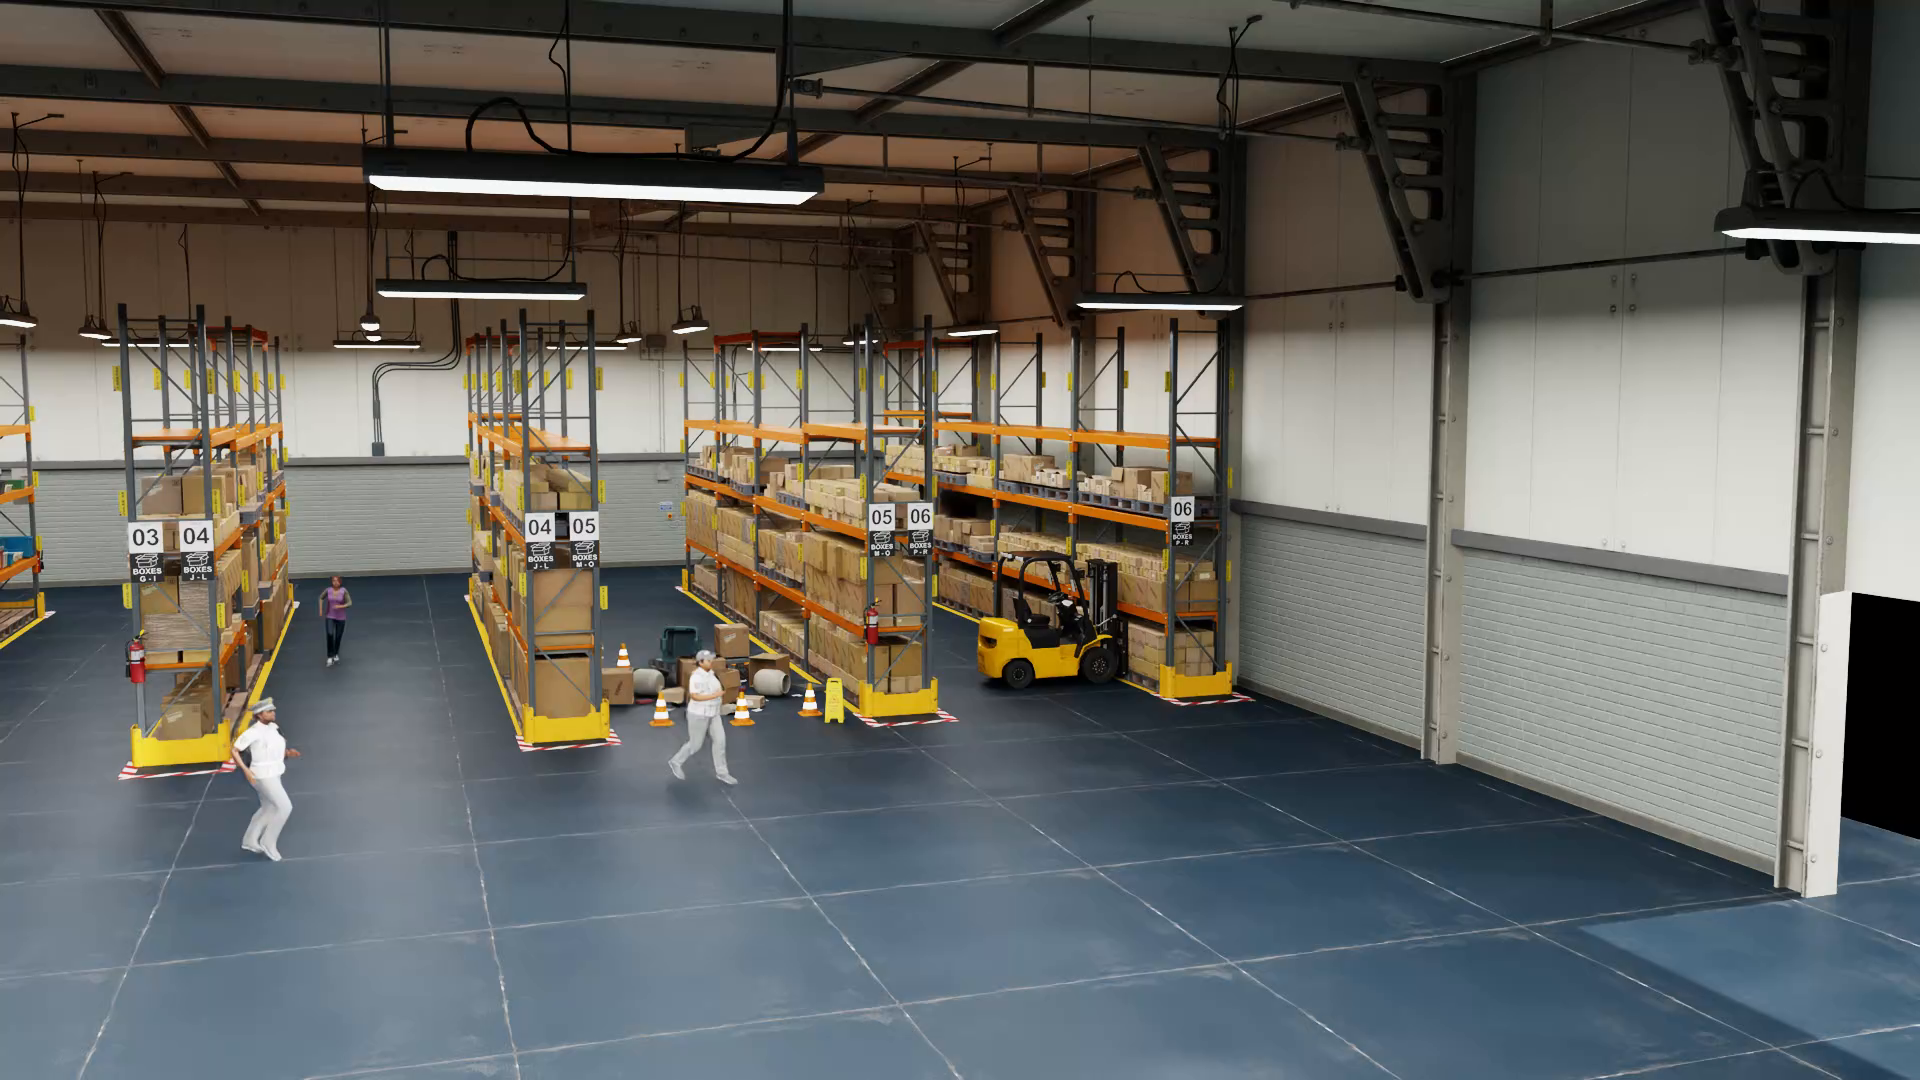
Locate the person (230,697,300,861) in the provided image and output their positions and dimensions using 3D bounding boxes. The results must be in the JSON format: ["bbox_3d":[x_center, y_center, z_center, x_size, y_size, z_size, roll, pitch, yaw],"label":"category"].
[{"bbox_3d":[-7.268,2.510,17.480,0.704,1.724,0.541,0,5,4],"label":"person"}]

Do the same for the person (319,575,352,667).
[{"bbox_3d":[-11.063,1.423,29.483,0.532,1.623,0.636,-2,6,-23],"label":"person"}]

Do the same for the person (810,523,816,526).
[{"bbox_3d":[-3.204,0.459,36.052,0.677,1.689,0.721,-2,6,-21],"label":"person"}]

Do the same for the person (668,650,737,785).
[{"bbox_3d":[-3.208,2.194,20.702,0.903,1.670,0.632,2,6,21],"label":"person"}]
